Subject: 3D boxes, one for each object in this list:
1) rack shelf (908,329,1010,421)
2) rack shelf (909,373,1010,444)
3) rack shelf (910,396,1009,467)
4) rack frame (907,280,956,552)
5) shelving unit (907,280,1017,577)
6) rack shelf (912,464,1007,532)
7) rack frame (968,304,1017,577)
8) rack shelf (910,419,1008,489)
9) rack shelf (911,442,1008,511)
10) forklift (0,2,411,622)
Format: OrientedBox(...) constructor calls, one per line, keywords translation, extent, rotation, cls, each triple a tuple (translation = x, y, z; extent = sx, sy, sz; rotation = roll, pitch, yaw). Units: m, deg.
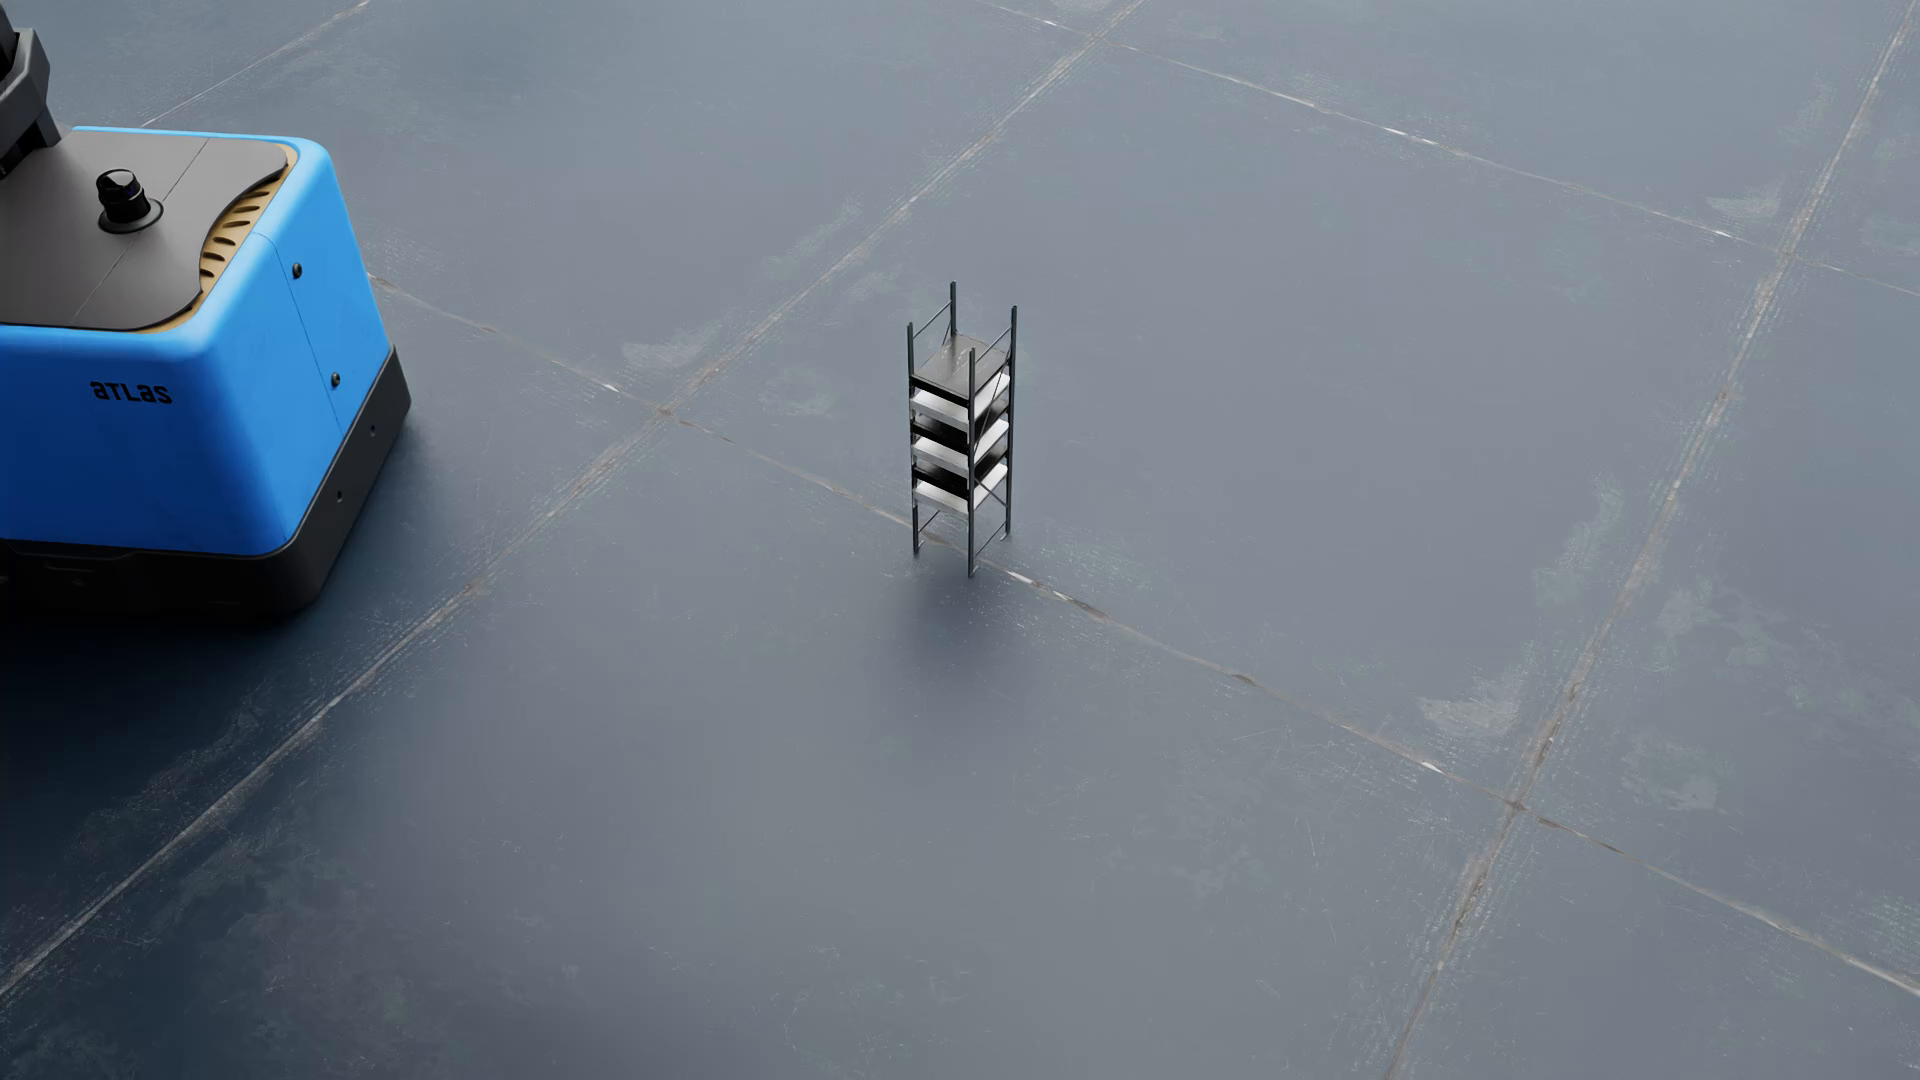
OrientedBox(translation=(0.007, -0.475, 4.757), extent=(0.200, 0.077, 0.258), rotation=(25, 51, 22), cls="rack shelf")
OrientedBox(translation=(0.007, -0.413, 4.822), extent=(0.200, 0.077, 0.258), rotation=(25, 51, 22), cls="rack shelf")
OrientedBox(translation=(0.007, -0.350, 4.886), extent=(0.200, 0.077, 0.258), rotation=(25, 51, 22), cls="rack shelf")
OrientedBox(translation=(-0.079, -0.350, 4.965), extent=(0.006, 0.900, 0.240), rotation=(25, 51, 22), cls="rack frame")
OrientedBox(translation=(0.007, -0.310, 4.927), extent=(0.210, 0.900, 0.258), rotation=(25, 51, 22), cls="shelving unit")
OrientedBox(translation=(0.007, -0.162, 5.080), extent=(0.200, 0.077, 0.258), rotation=(25, 51, 22), cls="rack shelf")
OrientedBox(translation=(0.092, -0.271, 4.889), extent=(0.006, 0.900, 0.240), rotation=(25, 51, 22), cls="rack frame")
OrientedBox(translation=(0.007, -0.287, 4.951), extent=(0.200, 0.077, 0.258), rotation=(25, 51, 22), cls="rack shelf")
OrientedBox(translation=(0.007, -0.225, 5.016), extent=(0.200, 0.077, 0.258), rotation=(25, 51, 22), cls="rack shelf")
OrientedBox(translation=(-3.394, -1.218, 4.393), extent=(3.031, 2.935, 1.130), rotation=(4, 46, 4), cls="forklift")
